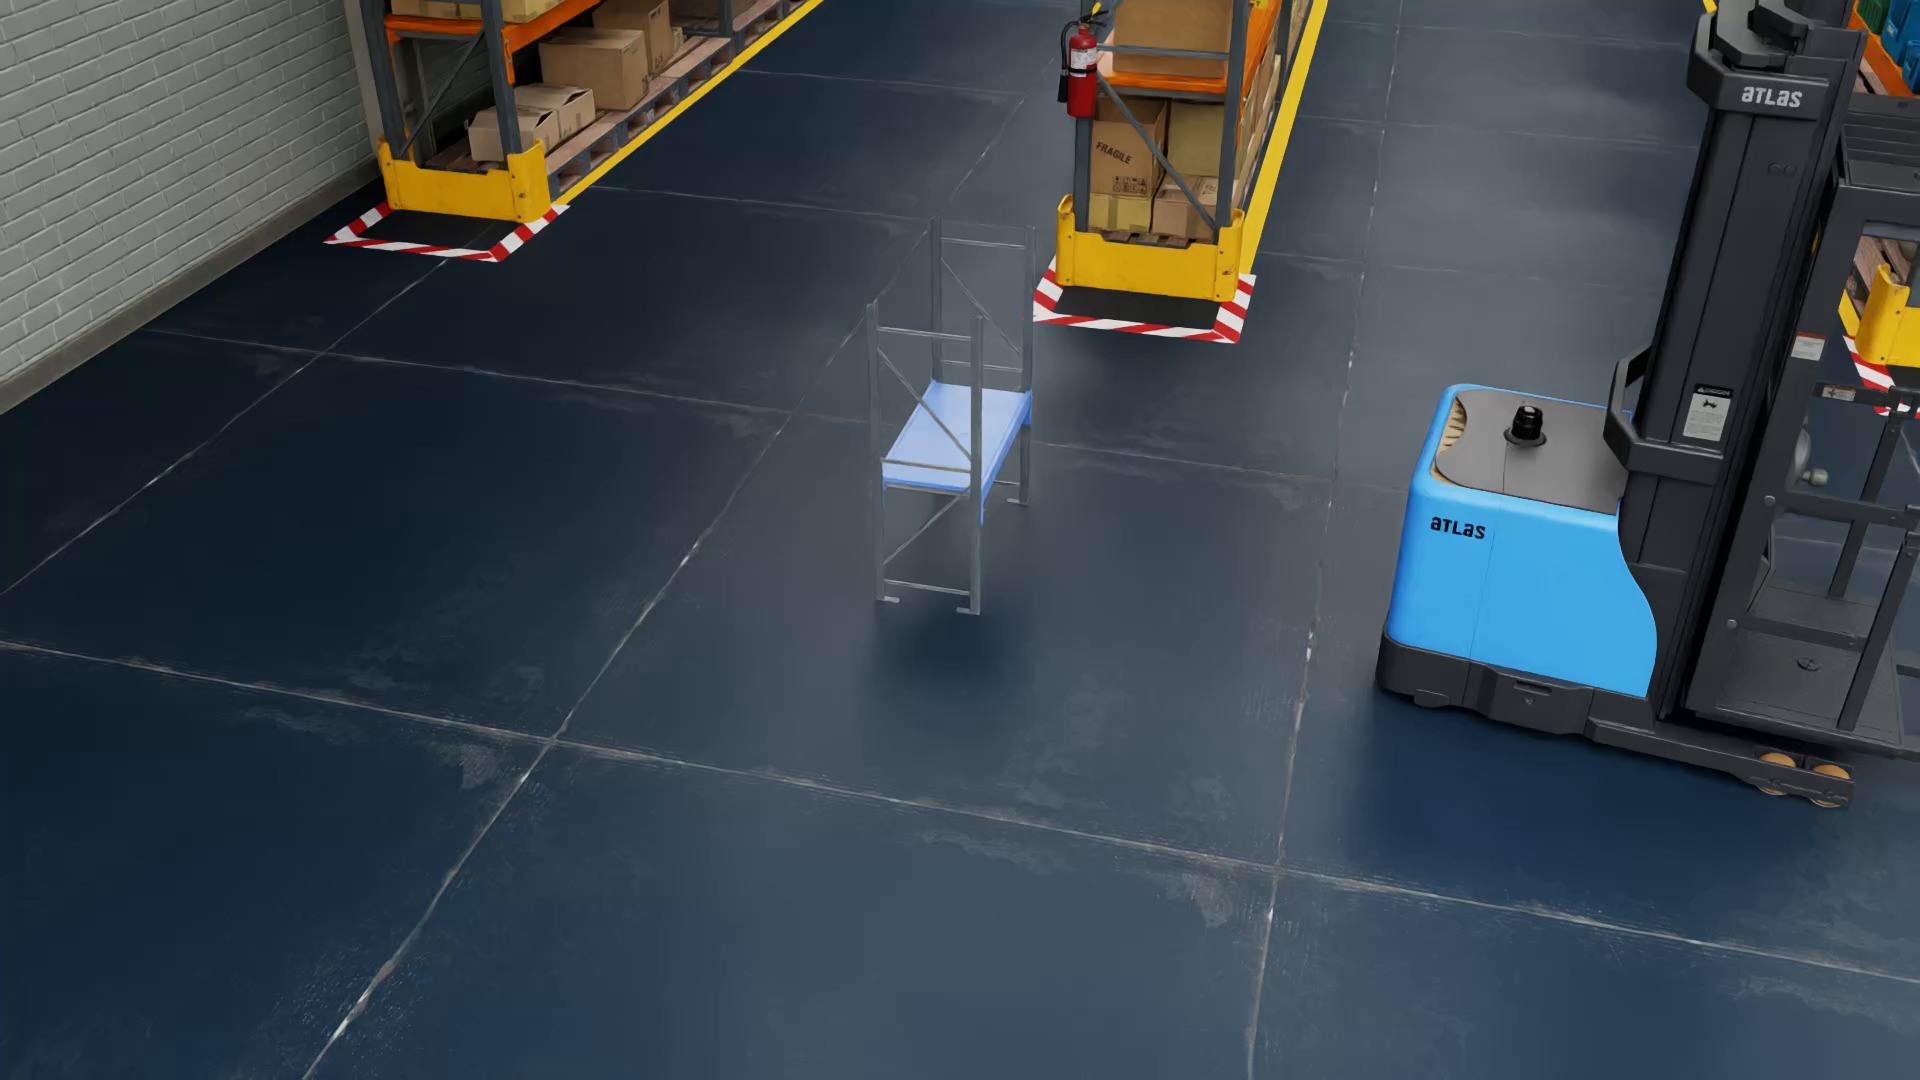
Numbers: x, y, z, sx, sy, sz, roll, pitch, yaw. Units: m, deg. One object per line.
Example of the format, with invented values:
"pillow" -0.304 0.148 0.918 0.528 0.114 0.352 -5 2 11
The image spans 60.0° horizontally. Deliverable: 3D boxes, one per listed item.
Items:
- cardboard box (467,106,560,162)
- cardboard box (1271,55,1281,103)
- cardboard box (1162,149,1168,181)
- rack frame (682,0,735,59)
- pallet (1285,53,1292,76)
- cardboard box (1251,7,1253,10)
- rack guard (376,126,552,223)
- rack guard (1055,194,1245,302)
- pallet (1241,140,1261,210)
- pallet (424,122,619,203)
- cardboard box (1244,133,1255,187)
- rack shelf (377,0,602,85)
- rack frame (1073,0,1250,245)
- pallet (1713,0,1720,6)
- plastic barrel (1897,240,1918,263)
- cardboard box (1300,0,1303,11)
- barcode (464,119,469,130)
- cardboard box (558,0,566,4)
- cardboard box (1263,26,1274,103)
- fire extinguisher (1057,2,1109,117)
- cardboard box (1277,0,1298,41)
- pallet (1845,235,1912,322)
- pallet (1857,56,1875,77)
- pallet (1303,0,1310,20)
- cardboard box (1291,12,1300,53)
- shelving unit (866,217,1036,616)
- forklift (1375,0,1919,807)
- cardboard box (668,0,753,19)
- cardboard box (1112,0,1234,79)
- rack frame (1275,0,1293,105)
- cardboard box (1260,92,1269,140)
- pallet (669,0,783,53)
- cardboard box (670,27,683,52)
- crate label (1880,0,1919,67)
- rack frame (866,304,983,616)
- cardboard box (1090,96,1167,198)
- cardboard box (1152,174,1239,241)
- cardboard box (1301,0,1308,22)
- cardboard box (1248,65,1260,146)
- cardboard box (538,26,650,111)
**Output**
"cardboard box" -3.304 -3.032 12.320 0.500 0.311 0.500 4 33 7
"cardboard box" 2.335 -3.784 13.578 0.500 0.250 0.500 8 33 12
"cardboard box" 1.192 -2.559 11.650 0.500 0.250 0.500 8 33 12
"rack frame" -2.551 -5.710 14.436 1.000 3.000 0.127 8 33 12
"pallet" 2.391 -4.249 14.736 1.003 0.211 1.213 8 33 12
"cardboard box" 1.747 -4.048 11.729 0.700 0.500 0.500 9 34 14
"rack guard" -3.547 -2.619 11.904 1.175 0.500 0.348 8 33 12
"rack guard" 1.220 -1.895 10.764 1.175 0.500 0.348 8 33 12
"pallet" 1.691 -2.819 12.487 1.003 0.211 1.213 8 33 12
"pallet" -3.307 -2.914 12.637 1.003 0.211 1.213 8 33 12
"cardboard box" 1.828 -2.746 11.945 0.500 0.250 0.500 8 33 12
"rack shelf" -3.059 -4.369 12.997 1.077 0.370 4.000 8 33 12
"rack frame" 1.226 -2.962 10.113 1.000 3.000 0.127 8 33 12
"pallet" 8.206 -5.675 16.980 1.003 0.211 1.213 8 33 12
"plastic barrel" 6.237 -2.025 10.567 0.421 0.512 0.421 0 32 0
"cardboard box" 2.849 -5.000 14.967 0.500 0.311 0.500 7 33 11
"barcode" -3.686 -3.100 12.418 0.001 0.075 0.075 8 33 12
"cardboard box" -3.017 -4.061 11.963 0.500 0.250 0.500 7 33 11
"cardboard box" 2.074 -3.583 12.562 0.500 0.500 0.500 8 33 12
"fire extinguisher" 0.747 -2.931 10.137 0.296 0.674 0.183 8 33 12
"cardboard box" 2.587 -4.472 14.137 0.500 0.311 0.500 8 33 13
"pallet" 6.202 -1.576 10.532 1.003 0.211 1.213 8 33 12
"pallet" 7.501 -4.233 14.711 1.003 0.211 1.213 8 33 12
"pallet" 3.010 -5.515 16.728 1.003 0.211 1.213 8 33 12
"cardboard box" 2.714 -4.495 14.697 0.500 0.250 0.500 9 33 14
"shelving unit" -0.022 -0.589 7.778 0.538 1.500 1.048 8 33 12
"forklift" 3.363 -0.503 6.309 3.031 2.935 1.130 12 34 19
"cardboard box" -2.380 -5.225 15.593 0.700 0.500 0.500 9 34 14
"cardboard box" 1.357 -3.245 10.465 0.700 0.500 0.500 8 33 12
"rack frame" 2.241 -5.038 13.379 1.000 3.000 0.127 8 33 12
"cardboard box" 2.086 -3.265 12.761 0.500 0.250 0.500 8 33 12
"pallet" -2.355 -4.938 15.820 1.003 0.211 1.213 8 33 12
"cardboard box" -2.658 -4.419 14.635 0.380 0.166 0.250 4 33 6
"crate label" 6.222 -3.293 10.600 0.502 0.435 0.616 8 33 12
"rack frame" -0.151 -0.325 7.363 0.500 1.500 0.032 8 33 12
"cardboard box" 1.075 -2.614 11.039 0.500 0.500 0.500 8 33 12
"cardboard box" 1.578 -2.227 11.129 0.500 0.250 0.500 8 33 12
"cardboard box" 2.973 -5.028 15.535 0.500 0.250 0.500 9 33 13
"cardboard box" 1.817 -3.064 11.747 0.500 0.500 0.500 8 33 12
"cardboard box" -2.924 -3.782 13.323 0.700 0.500 0.500 6 33 9
